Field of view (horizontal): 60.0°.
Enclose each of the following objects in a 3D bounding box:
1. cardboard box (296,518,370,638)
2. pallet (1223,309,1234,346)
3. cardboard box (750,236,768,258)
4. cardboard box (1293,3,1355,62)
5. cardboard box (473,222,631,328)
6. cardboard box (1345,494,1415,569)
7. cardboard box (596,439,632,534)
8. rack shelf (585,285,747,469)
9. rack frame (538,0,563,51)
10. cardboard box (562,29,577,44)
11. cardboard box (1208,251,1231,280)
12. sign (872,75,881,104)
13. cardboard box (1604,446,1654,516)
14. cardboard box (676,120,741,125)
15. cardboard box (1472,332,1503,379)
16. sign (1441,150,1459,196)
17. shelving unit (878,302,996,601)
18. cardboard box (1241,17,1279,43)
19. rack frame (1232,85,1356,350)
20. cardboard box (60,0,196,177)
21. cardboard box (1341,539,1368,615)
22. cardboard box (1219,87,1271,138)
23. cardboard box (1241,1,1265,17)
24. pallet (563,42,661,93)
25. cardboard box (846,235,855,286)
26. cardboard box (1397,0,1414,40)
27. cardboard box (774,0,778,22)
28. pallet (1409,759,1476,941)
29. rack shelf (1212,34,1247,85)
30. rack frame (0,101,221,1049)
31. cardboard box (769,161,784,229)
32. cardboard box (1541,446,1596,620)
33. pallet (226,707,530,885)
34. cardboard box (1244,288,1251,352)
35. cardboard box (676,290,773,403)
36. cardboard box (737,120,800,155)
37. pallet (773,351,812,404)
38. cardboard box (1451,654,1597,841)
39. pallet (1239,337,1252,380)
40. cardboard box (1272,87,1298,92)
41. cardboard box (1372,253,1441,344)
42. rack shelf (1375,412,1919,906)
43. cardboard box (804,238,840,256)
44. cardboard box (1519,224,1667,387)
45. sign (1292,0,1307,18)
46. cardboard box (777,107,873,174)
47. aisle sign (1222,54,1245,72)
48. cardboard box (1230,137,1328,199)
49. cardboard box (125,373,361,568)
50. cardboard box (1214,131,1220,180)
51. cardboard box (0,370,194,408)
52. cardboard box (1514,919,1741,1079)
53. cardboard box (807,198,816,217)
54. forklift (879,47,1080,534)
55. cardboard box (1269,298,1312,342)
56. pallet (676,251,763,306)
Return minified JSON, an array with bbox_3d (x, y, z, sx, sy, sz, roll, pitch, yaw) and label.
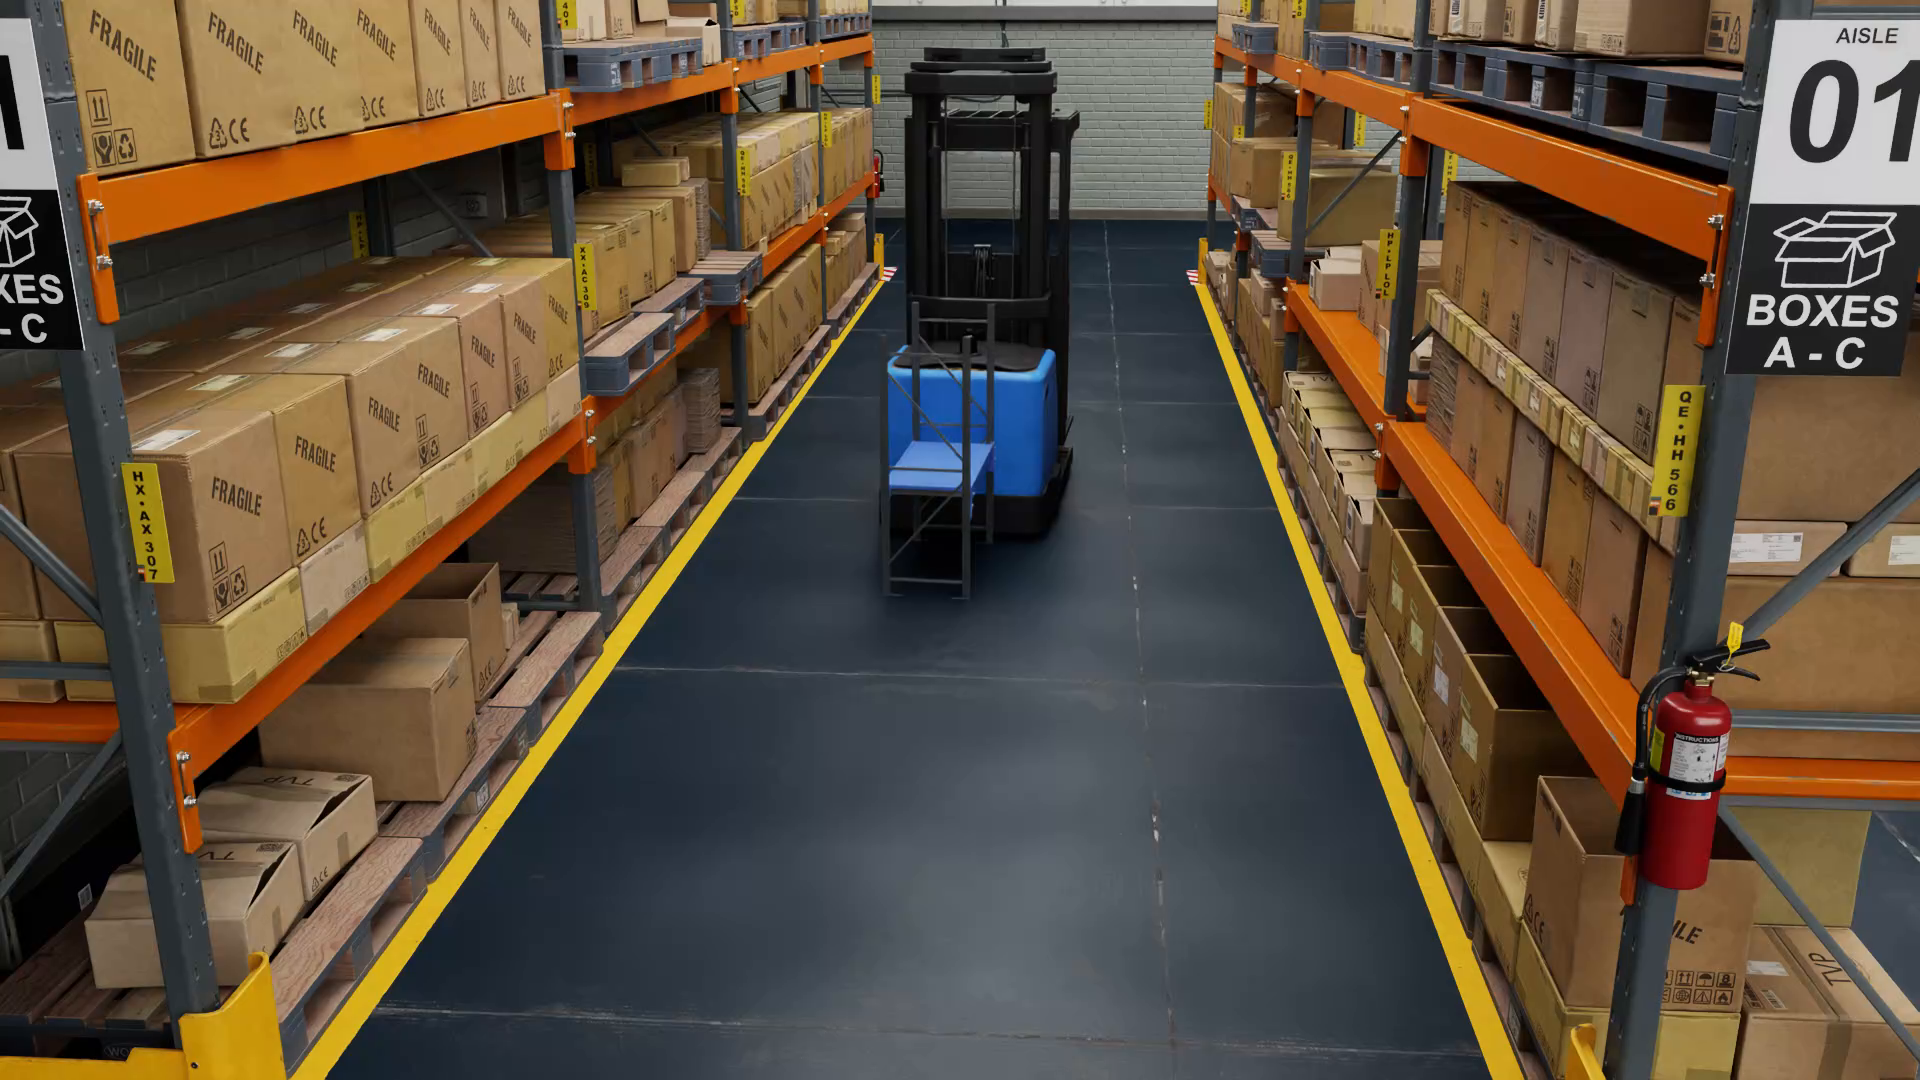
[{"bbox_3d":[-2.292,0.112,5.472,0.500,0.250,0.500,1,18,2],"label":"cardboard box"},{"bbox_3d":[3.185,-2.149,16.643,1.003,0.211,1.213,1,18,4],"label":"pallet"},{"bbox_3d":[-1.708,-2.274,12.917,0.380,0.149,0.250,2,18,6],"label":"cardboard box"},{"bbox_3d":[2.846,-3.628,11.700,0.910,0.500,0.500,1,18,4],"label":"cardboard box"},{"bbox_3d":[-2.262,-1.473,9.235,0.700,0.500,0.500,3,18,10],"label":"cardboard box"},{"bbox_3d":[2.304,-0.068,8.654,0.500,0.311,0.500,1,18,4],"label":"cardboard box"},{"bbox_3d":[-2.357,-0.298,9.822,0.700,0.500,0.500,1,18,3],"label":"cardboard box"},{"bbox_3d":[-2.237,-1.165,10.317,1.077,0.370,4.000,1,18,4],"label":"rack shelf"},{"bbox_3d":[-2.380,-3.737,7.375,1.000,3.000,0.127,1,18,4],"label":"rack frame"},{"bbox_3d":[-2.261,-2.726,8.274,0.500,0.500,0.500,4,19,12],"label":"cardboard box"},{"bbox_3d":[3.064,-3.088,18.739,0.500,0.250,0.500,1,18,4],"label":"cardboard box"},{"bbox_3d":[-0.979,-5.259,19.416,0.100,0.325,0.005,1,18,4],"label":"sign"},{"bbox_3d":[2.147,-0.174,4.933,0.380,0.149,0.250,1,18,3],"label":"cardboard box"},{"bbox_3d":[-2.161,-3.470,14.320,0.500,0.250,0.500,1,18,2],"label":"cardboard box"},{"bbox_3d":[2.277,-0.736,6.649,0.380,0.149,0.250,1,18,2],"label":"cardboard box"},{"bbox_3d":[3.402,-2.558,11.552,0.100,0.325,0.005,1,18,4],"label":"sign"},{"bbox_3d":[-0.116,-0.542,9.667,0.538,1.500,1.048,3,18,8],"label":"shelving unit"},{"bbox_3d":[2.904,-4.772,15.594,0.500,0.250,0.500,1,18,4],"label":"cardboard box"},{"bbox_3d":[3.135,-3.261,15.558,1.000,3.000,0.127,1,18,4],"label":"rack frame"},{"bbox_3d":[-2.393,-1.224,4.332,0.500,0.500,0.500,2,18,5],"label":"cardboard box"},{"bbox_3d":[2.302,0.195,8.751,0.500,0.250,0.500,1,18,3],"label":"cardboard box"},{"bbox_3d":[3.056,-4.576,17.806,0.500,0.500,0.500,2,18,5],"label":"cardboard box"},{"bbox_3d":[2.899,-5.010,15.516,0.500,0.250,0.500,1,18,4],"label":"cardboard box"},{"bbox_3d":[-2.229,-2.411,8.449,1.213,0.211,1.003,1,18,4],"label":"pallet"},{"bbox_3d":[-1.541,-3.093,18.386,0.700,0.500,0.500,1,18,2],"label":"cardboard box"},{"bbox_3d":[2.759,-2.923,9.274,0.500,0.250,0.500,0,18,-1],"label":"cardboard box"},{"bbox_3d":[-1.979,-4.782,14.514,0.700,0.500,0.500,0,18,1],"label":"cardboard box"},{"bbox_3d":[2.378,1.175,6.499,1.003,0.211,1.213,1,18,4],"label":"pallet"},{"bbox_3d":[3.278,-4.966,17.099,1.077,0.370,4.000,1,18,4],"label":"rack shelf"},{"bbox_3d":[-2.667,0.356,4.518,1.000,3.000,0.127,1,18,4],"label":"rack frame"},{"bbox_3d":[-1.720,-2.788,13.445,0.500,0.500,0.500,1,18,4],"label":"cardboard box"},{"bbox_3d":[2.395,-0.044,5.578,0.700,0.500,0.500,1,18,4],"label":"cardboard box"},{"bbox_3d":[-2.478,1.029,6.945,1.003,0.211,1.213,1,18,4],"label":"pallet"},{"bbox_3d":[2.830,-1.972,14.931,0.500,0.500,0.500,2,18,5],"label":"cardboard box"},{"bbox_3d":[-1.910,-1.532,13.058,0.750,0.750,0.750,1,18,3],"label":"cardboard box"},{"bbox_3d":[-1.668,-3.457,14.283,0.500,0.250,0.500,2,18,5],"label":"cardboard box"},{"bbox_3d":[-1.871,-1.424,14.430,1.003,0.211,1.213,1,18,4],"label":"pallet"},{"bbox_3d":[2.073,0.732,5.908,0.500,0.500,0.500,1,18,4],"label":"cardboard box"},{"bbox_3d":[3.114,-1.682,15.219,1.003,0.211,1.213,1,18,4],"label":"pallet"},{"bbox_3d":[3.596,-4.564,17.767,0.500,0.500,0.500,2,18,5],"label":"cardboard box"},{"bbox_3d":[2.706,-1.381,9.661,0.500,0.500,0.500,1,18,4],"label":"cardboard box"},{"bbox_3d":[2.418,0.187,6.192,1.077,0.370,4.000,1,18,4],"label":"rack shelf"},{"bbox_3d":[-1.444,-3.023,17.129,0.380,0.149,0.250,2,18,6],"label":"cardboard box"},{"bbox_3d":[2.428,-0.835,5.910,0.700,0.500,0.500,1,18,4],"label":"cardboard box"},{"bbox_3d":[2.307,-3.703,11.258,0.100,0.325,0.005,1,18,4],"label":"sign"},{"bbox_3d":[-1.546,-4.597,19.153,0.980,0.700,0.700,2,18,6],"label":"cardboard box"},{"bbox_3d":[3.133,-5.767,19.029,0.394,0.787,0.004,1,18,4],"label":"aisle sign"},{"bbox_3d":[2.878,-3.366,15.043,0.700,0.500,0.500,-5,19,-15],"label":"cardboard box"},{"bbox_3d":[-2.287,-0.233,5.321,0.500,0.500,0.500,1,18,4],"label":"cardboard box"},{"bbox_3d":[3.095,-4.259,18.442,0.500,0.500,0.500,1,18,3],"label":"cardboard box"},{"bbox_3d":[-2.799,-0.245,5.359,0.500,0.500,0.500,2,18,5],"label":"cardboard box"},{"bbox_3d":[2.018,1.400,5.075,0.500,0.250,0.500,1,18,4],"label":"cardboard box"},{"bbox_3d":[-1.543,-3.070,15.348,0.380,0.149,0.250,2,18,5],"label":"cardboard box"},{"bbox_3d":[0.217,-1.848,11.357,1.130,2.935,3.031,3,18,8],"label":"forklift"},{"bbox_3d":[2.681,-1.710,12.927,0.500,0.250,0.500,2,18,6],"label":"cardboard box"},{"bbox_3d":[-2.038,-1.813,11.448,1.213,0.211,1.003,1,18,4],"label":"pallet"}]
